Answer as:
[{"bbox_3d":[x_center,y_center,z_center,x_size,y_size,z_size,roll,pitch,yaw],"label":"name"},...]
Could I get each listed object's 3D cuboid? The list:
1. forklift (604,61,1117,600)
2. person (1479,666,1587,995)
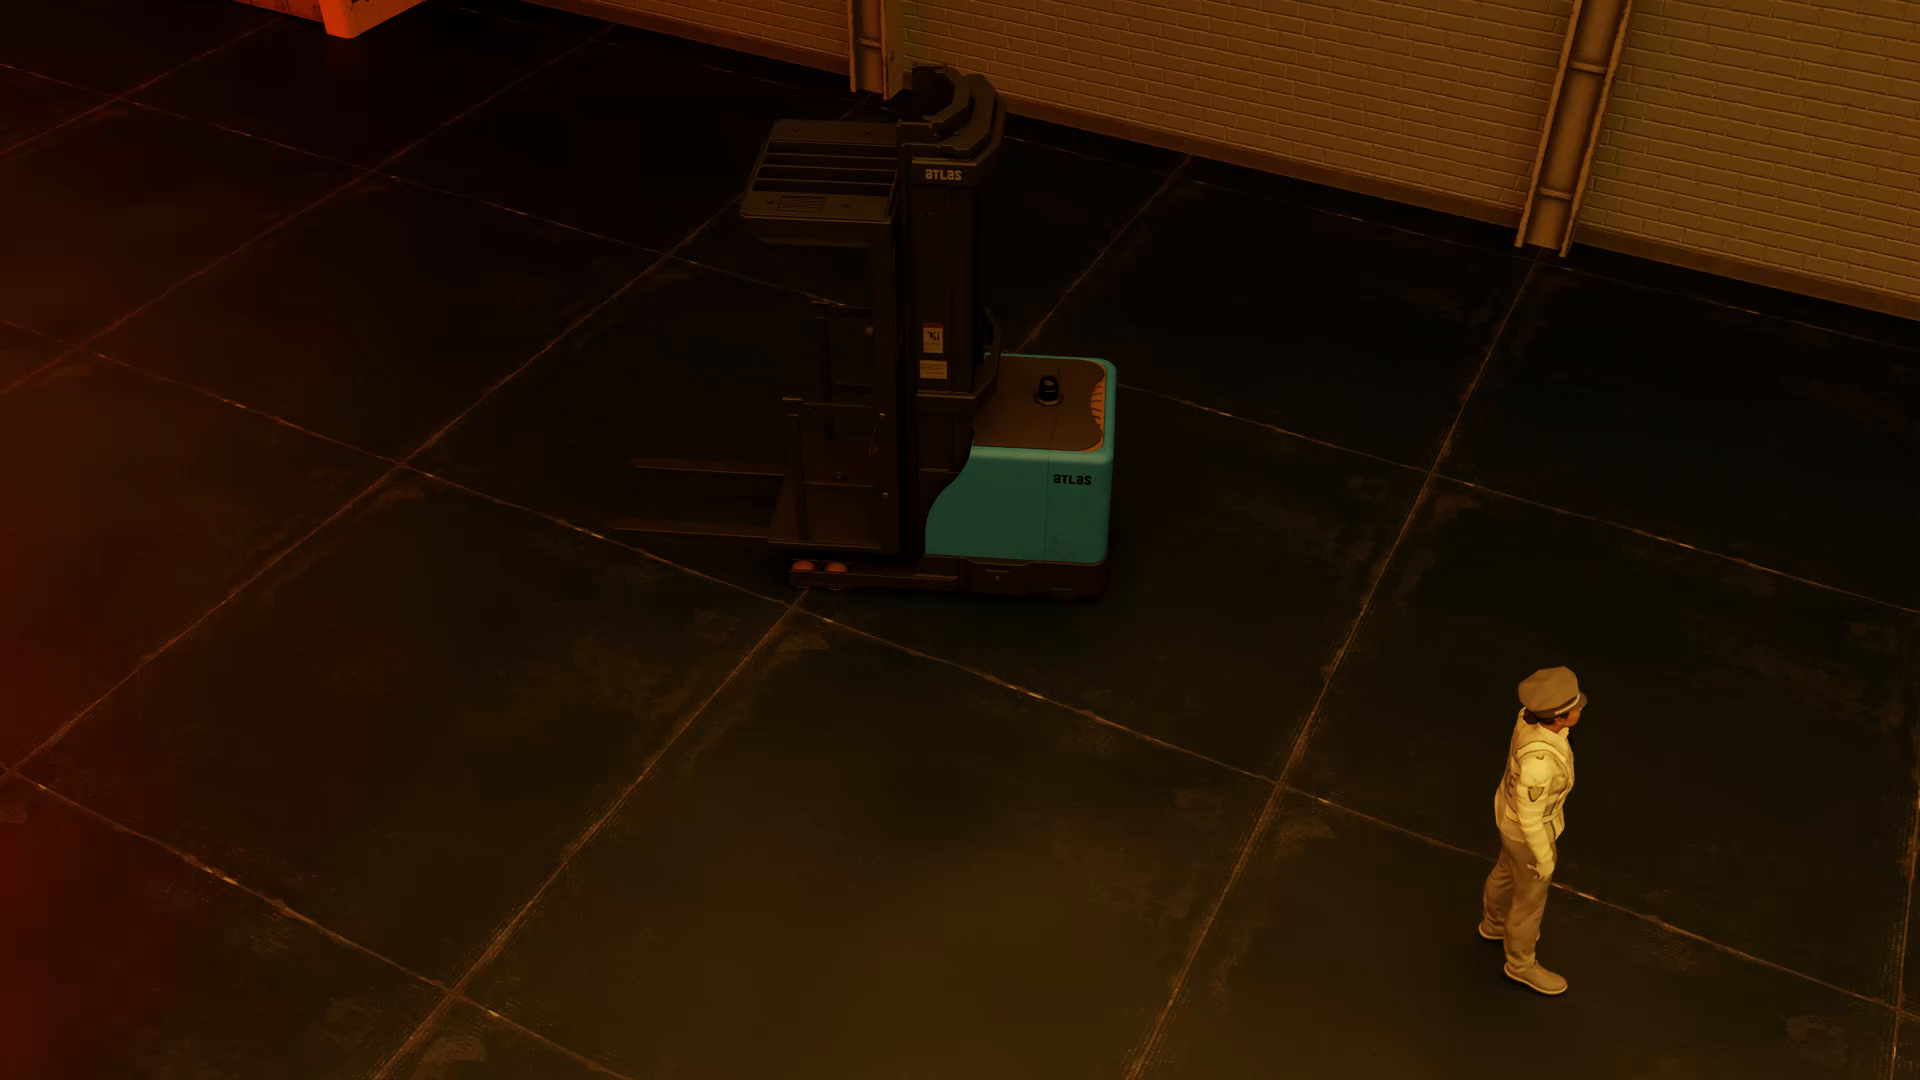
[{"bbox_3d":[-0.606,-1.157,9.360,3.031,2.935,1.130,3,40,4],"label":"forklift"},{"bbox_3d":[2.617,1.263,7.435,0.531,1.694,0.587,8,41,9],"label":"person"}]
